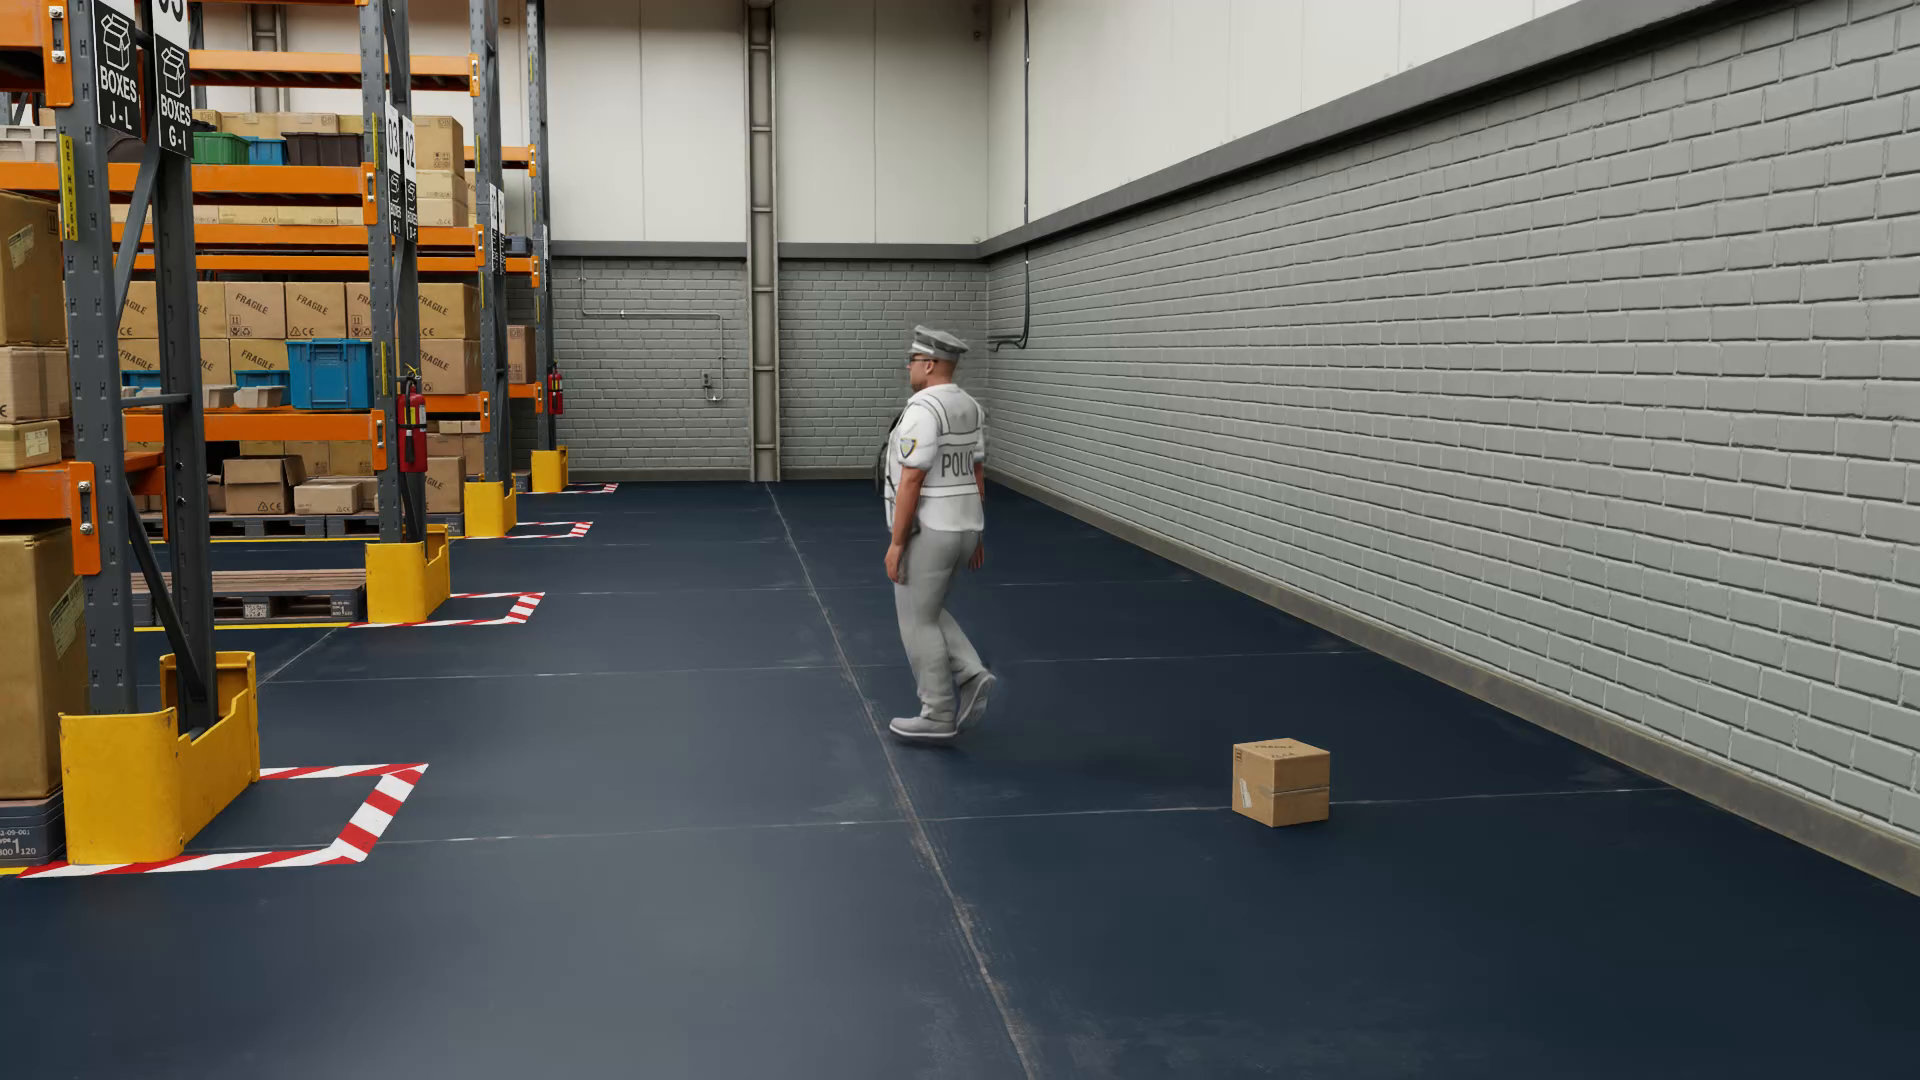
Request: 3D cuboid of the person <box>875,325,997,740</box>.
[{"bbox_3d":[-0.110,-0.025,7.129,0.483,1.782,0.571,3,7,27],"label":"person"}]
